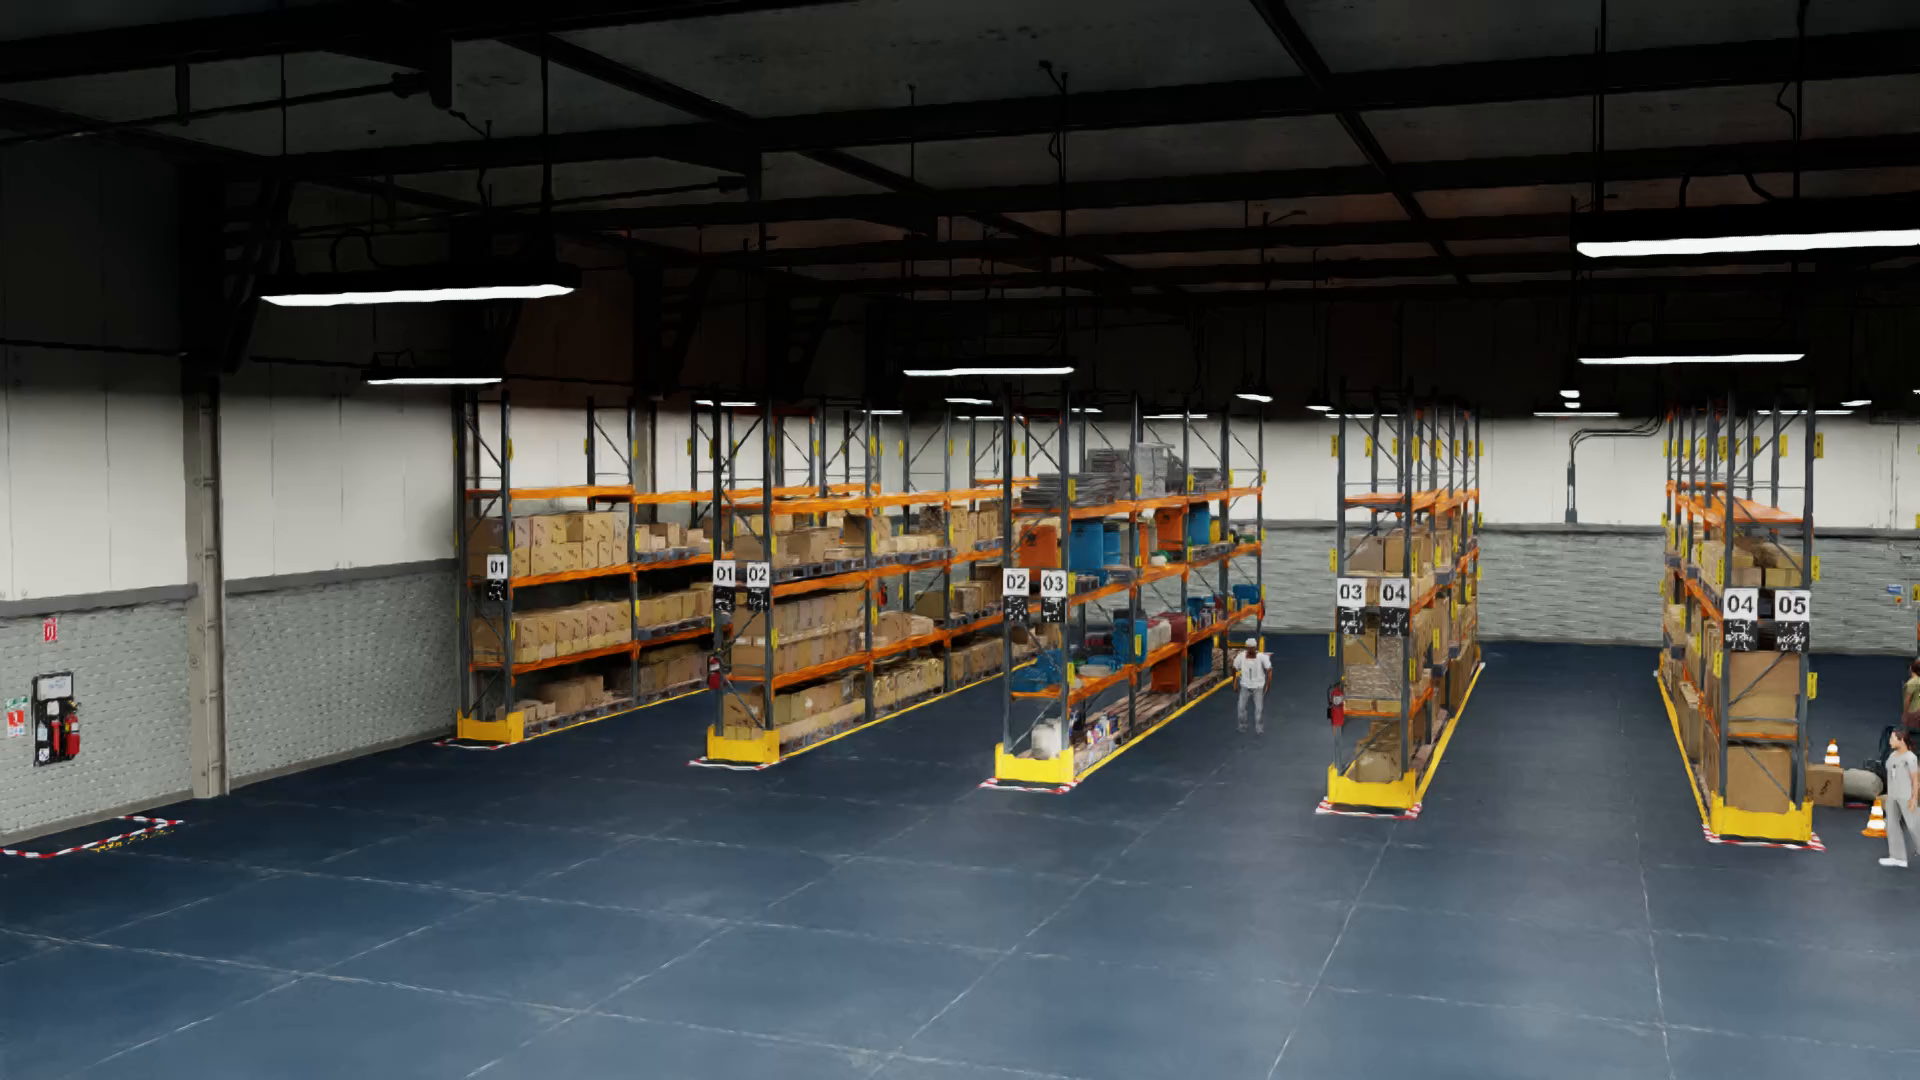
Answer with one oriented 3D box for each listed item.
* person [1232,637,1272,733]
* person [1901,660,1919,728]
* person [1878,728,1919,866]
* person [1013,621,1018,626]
[{"bbox_3d":[5.104,2.549,29.124,0.719,1.714,0.572,1,3,19],"label":"person"},{"bbox_3d":[14.934,2.715,26.127,0.562,1.658,0.566,-3,4,-41],"label":"person"},{"bbox_3d":[11.359,3.081,19.910,0.543,1.664,0.567,0,3,-7],"label":"person"},{"bbox_3d":[1.406,1.667,44.775,0.604,1.753,0.571,-1,3,-15],"label":"person"}]
